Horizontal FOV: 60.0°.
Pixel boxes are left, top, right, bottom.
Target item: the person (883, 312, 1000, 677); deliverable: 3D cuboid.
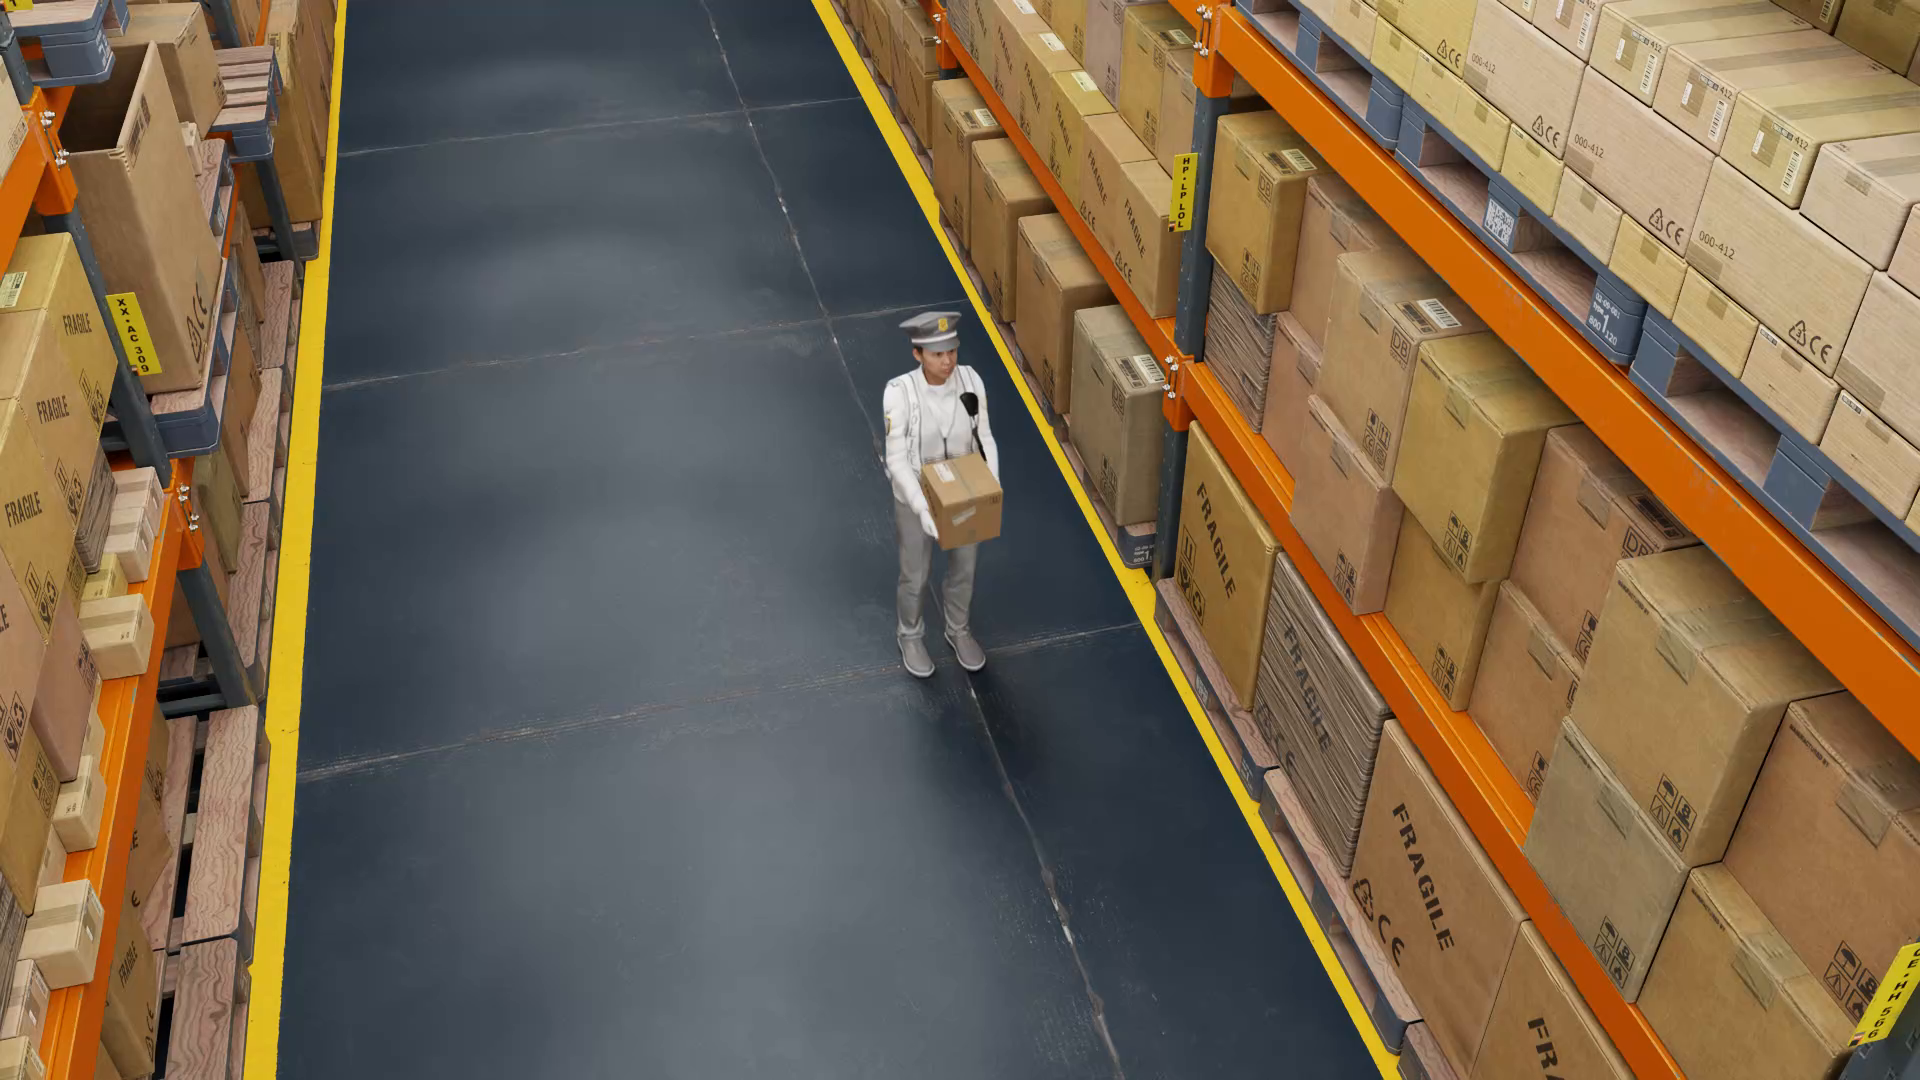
[{"bbox_3d":[-0.065,-0.155,6.883,0.466,1.693,0.559,-14,41,-17],"label":"person"}]
